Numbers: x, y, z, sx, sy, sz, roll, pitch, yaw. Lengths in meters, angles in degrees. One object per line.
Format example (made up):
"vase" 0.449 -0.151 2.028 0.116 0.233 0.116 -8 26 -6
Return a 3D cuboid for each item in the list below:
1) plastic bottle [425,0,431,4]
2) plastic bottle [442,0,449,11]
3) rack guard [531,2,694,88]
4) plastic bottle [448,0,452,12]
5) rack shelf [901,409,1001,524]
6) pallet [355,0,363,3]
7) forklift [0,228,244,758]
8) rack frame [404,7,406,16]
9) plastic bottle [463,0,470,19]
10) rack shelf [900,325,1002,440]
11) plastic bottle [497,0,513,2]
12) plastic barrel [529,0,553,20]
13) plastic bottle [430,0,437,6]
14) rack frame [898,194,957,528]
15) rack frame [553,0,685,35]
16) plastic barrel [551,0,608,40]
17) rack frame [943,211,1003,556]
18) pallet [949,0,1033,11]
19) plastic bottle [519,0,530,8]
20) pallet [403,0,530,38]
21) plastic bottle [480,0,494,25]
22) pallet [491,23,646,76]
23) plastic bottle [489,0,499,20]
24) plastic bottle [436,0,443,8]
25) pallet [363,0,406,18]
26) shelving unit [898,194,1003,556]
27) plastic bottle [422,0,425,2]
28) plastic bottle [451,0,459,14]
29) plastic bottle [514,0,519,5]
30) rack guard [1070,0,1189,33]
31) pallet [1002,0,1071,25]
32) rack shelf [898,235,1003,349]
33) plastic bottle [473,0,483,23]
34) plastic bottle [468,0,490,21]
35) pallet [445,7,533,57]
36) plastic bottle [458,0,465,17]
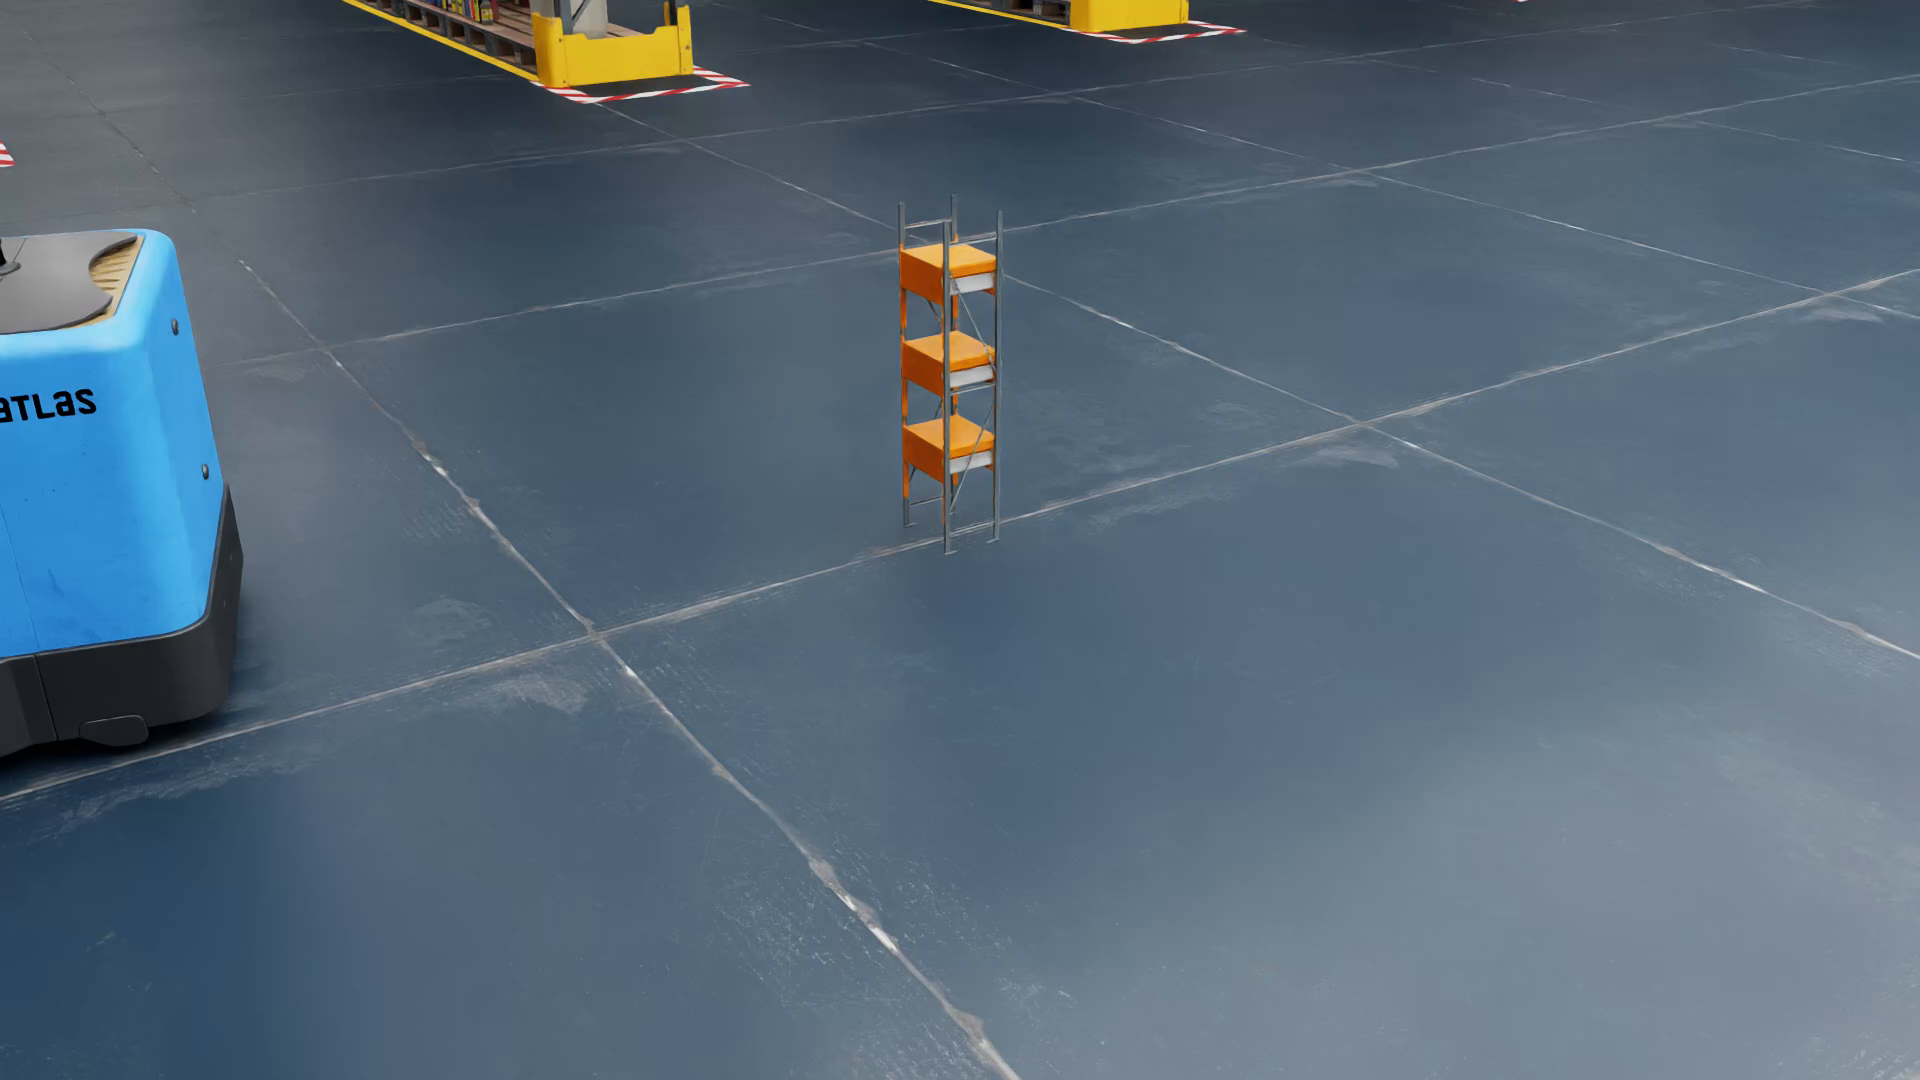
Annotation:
"plastic bottle" -4.732 -4.967 14.934 0.152 0.276 0.135 -14 29 -28
"plastic bottle" -4.487 -4.774 14.516 0.061 0.283 0.133 -14 29 -27
"rack guard" -2.635 -3.780 12.673 1.175 0.500 0.348 -16 29 -30
"plastic bottle" -4.407 -4.699 14.453 0.097 0.201 0.097 0 25 0
"rack shelf" -0.029 -0.233 5.190 0.215 0.259 0.240 -16 29 -30
"pallet" -5.869 -5.773 17.232 1.003 0.211 1.213 -16 29 -30
"forklift" -3.437 -0.826 3.566 3.031 2.935 1.130 -8 27 -17
"rack frame" -4.738 -6.325 15.135 1.000 3.000 0.127 -16 29 -30
"plastic bottle" -4.114 -4.563 14.077 0.152 0.276 0.135 -16 30 -31
"rack shelf" -0.029 -0.484 5.071 0.215 0.259 0.240 -16 29 -30
"plastic bottle" -4.150 -5.017 15.040 0.152 0.276 0.135 -16 29 -30
"plastic barrel" -3.251 -4.356 13.387 0.421 0.512 0.421 0 25 0
"plastic bottle" -4.645 -4.941 14.790 0.144 0.351 0.185 -15 29 -28
"rack frame" -0.096 -0.538 5.159 0.200 1.050 0.008 -16 29 -30
"rack frame" -2.554 -4.895 12.105 1.000 3.000 0.127 -16 29 -30
"plastic barrel" -2.977 -4.177 13.007 0.421 0.512 0.421 0 25 0
"rack frame" 0.037 -0.450 4.974 0.200 1.050 0.008 -16 29 -30
"pallet" 0.478 -5.550 16.759 1.003 0.211 1.213 -16 29 -30
"plastic bottle" -3.867 -4.865 14.707 0.061 0.283 0.133 -16 29 -30
"pallet" -4.406 -4.814 15.201 1.003 0.211 1.213 -16 29 -30
"plastic bottle" -3.924 -4.383 13.783 0.097 0.201 0.097 0 25 0
"pallet" -3.074 -3.942 13.352 1.003 0.211 1.213 -16 29 -30
"plastic bottle" -3.950 -4.542 14.023 0.061 0.283 0.133 -16 29 -30
"plastic bottle" -4.542 -4.873 14.647 0.144 0.351 0.185 -17 30 -32
"pallet" -5.199 -5.336 16.306 1.003 0.211 1.213 -16 29 -30
"shelving unit" -0.029 -0.494 5.066 0.215 1.050 0.252 -16 29 -30
"plastic bottle" -4.820 -4.970 15.027 0.097 0.201 0.097 0 25 0
"plastic bottle" -4.310 -4.721 14.325 0.144 0.351 0.185 -16 30 -30
"plastic bottle" -3.936 -4.916 14.815 0.061 0.283 0.133 -16 29 -30
"rack guard" 1.554 -4.946 15.141 1.175 0.500 0.348 -16 29 -30
"pallet" 1.140 -5.114 15.836 1.003 0.211 1.213 -16 29 -30
"rack shelf" -0.029 -0.741 4.950 0.215 0.259 0.240 -16 29 -30
"plastic bottle" -4.003 -4.457 13.845 0.061 0.283 0.133 -15 29 -28
"plastic bottle" -4.039 -4.513 13.972 0.152 0.276 0.135 -15 29 -29
"pallet" -3.736 -4.378 14.276 1.003 0.211 1.213 -16 29 -30
"plastic bottle" -4.208 -4.655 14.184 0.144 0.351 0.185 -14 29 -27
